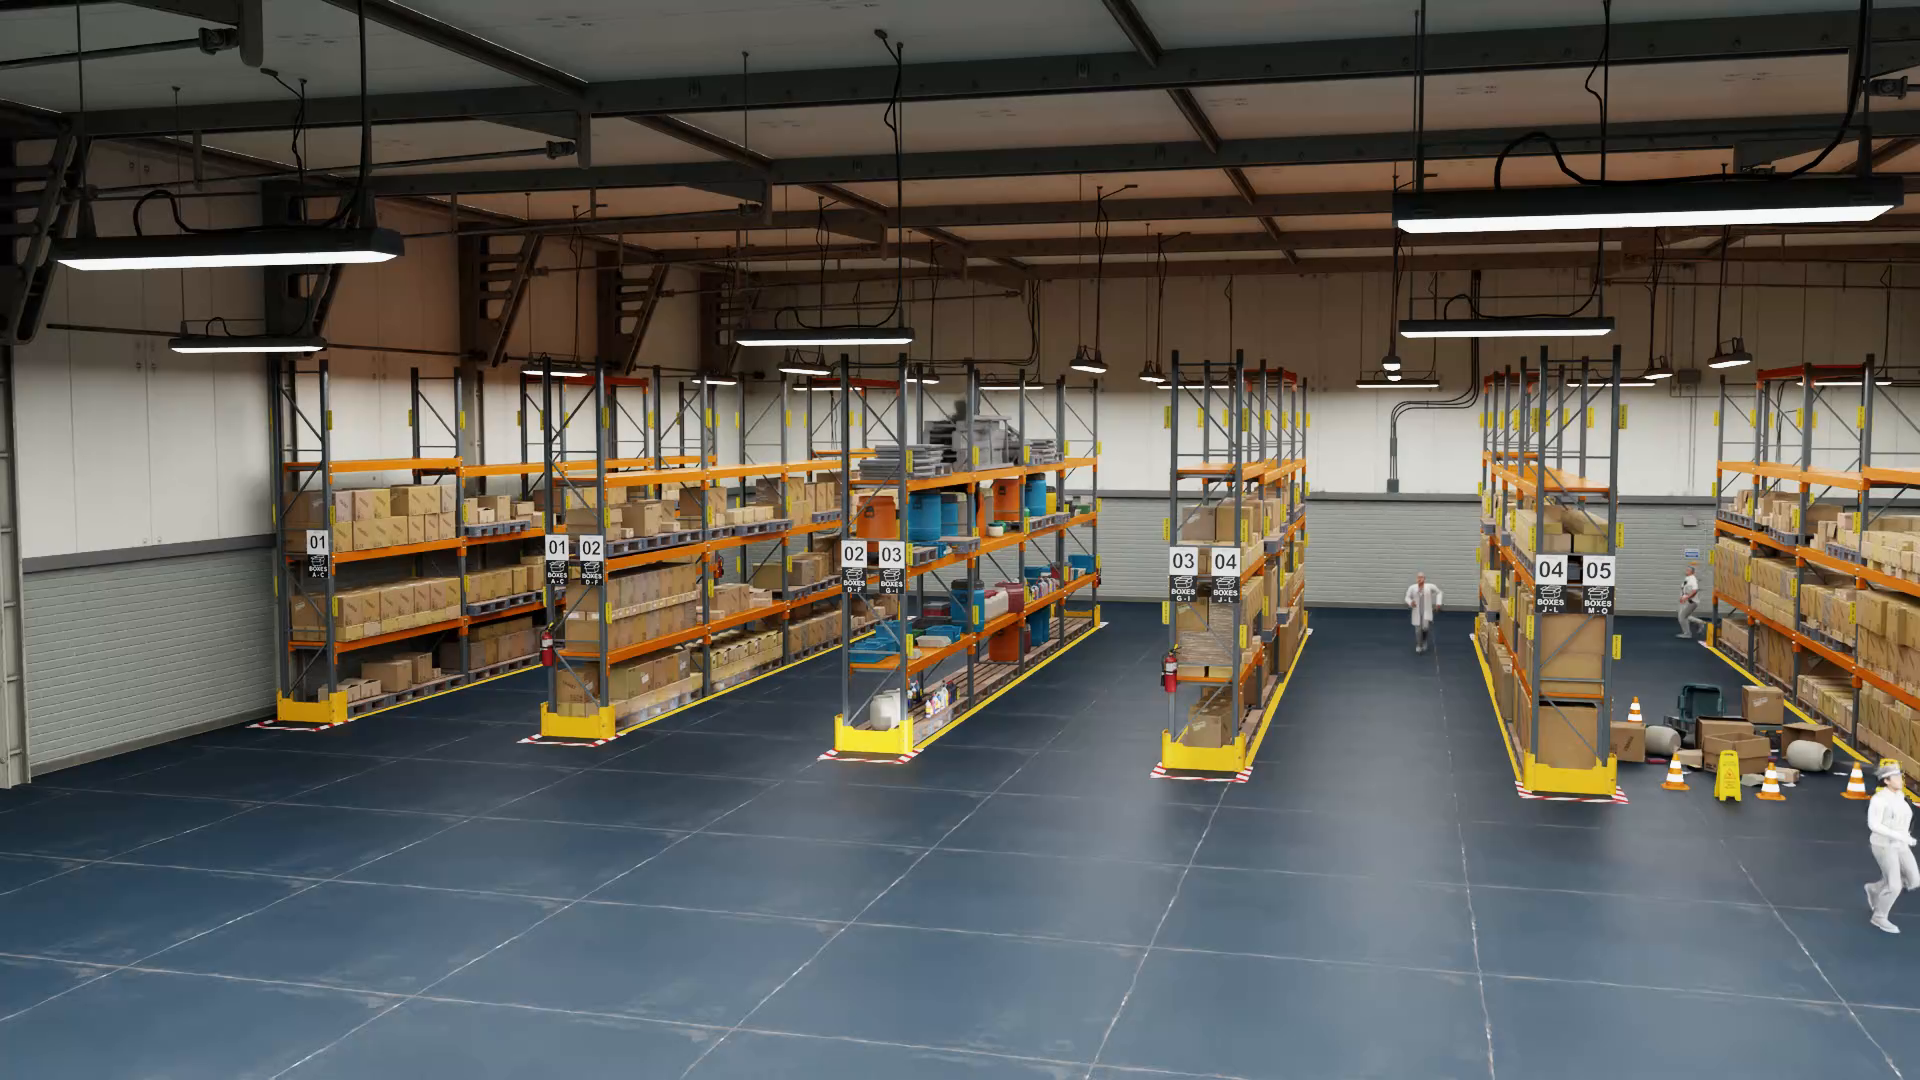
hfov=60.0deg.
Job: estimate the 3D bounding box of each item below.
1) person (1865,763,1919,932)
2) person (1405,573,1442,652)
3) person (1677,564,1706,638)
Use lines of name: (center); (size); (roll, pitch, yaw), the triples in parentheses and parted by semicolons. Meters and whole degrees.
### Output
person: (9.180, 2.994, 16.324); (0.502, 1.645, 0.529); (-3, 5, -32)
person: (9.897, 1.567, 35.574); (0.736, 1.734, 0.825); (2, 5, 24)
person: (16.808, 1.402, 38.168); (0.618, 1.717, 0.673); (1, 4, 18)
